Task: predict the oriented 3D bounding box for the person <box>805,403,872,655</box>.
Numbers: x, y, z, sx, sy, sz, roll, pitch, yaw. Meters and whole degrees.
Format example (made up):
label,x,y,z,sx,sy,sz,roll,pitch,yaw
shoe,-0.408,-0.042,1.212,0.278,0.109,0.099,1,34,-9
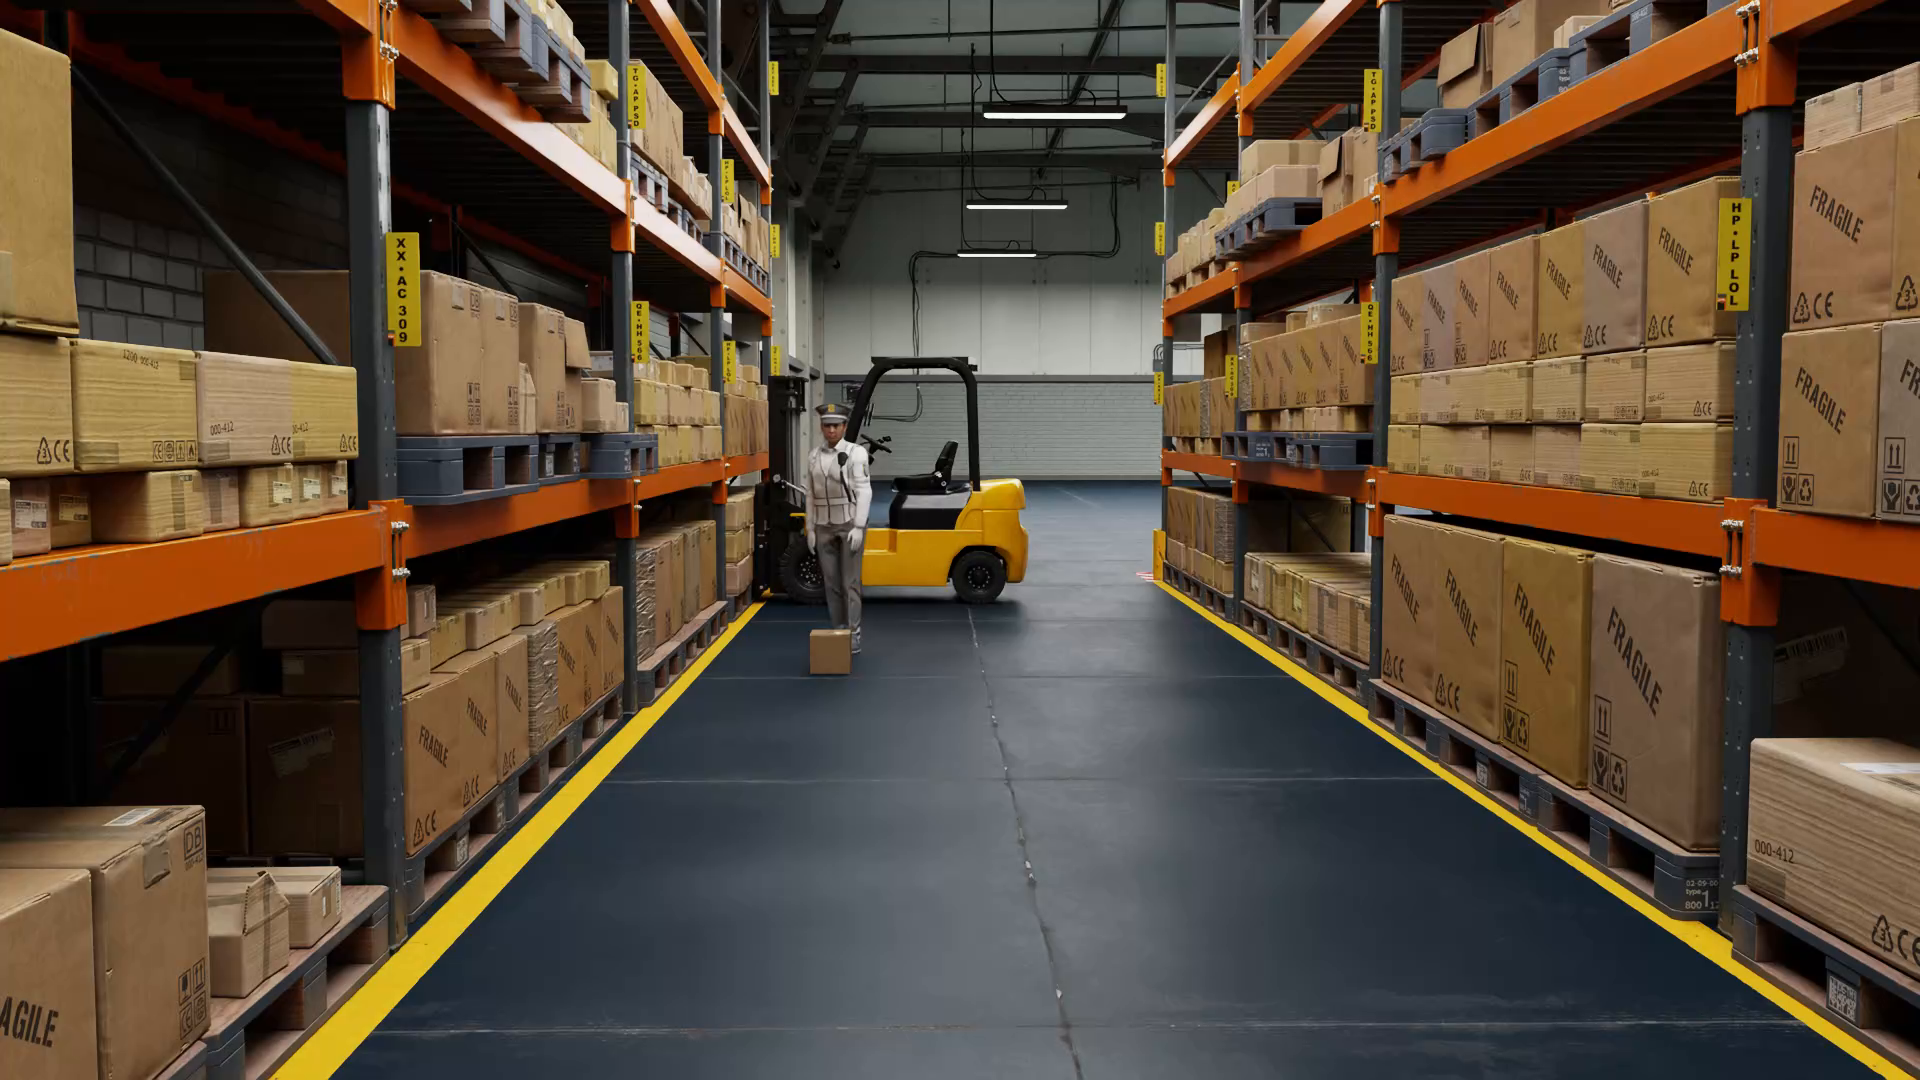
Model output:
label,x,y,z,sx,sy,sz,roll,pitch,yaw
person,-0.811,-0.054,11.021,0.497,1.702,0.334,2,4,27
